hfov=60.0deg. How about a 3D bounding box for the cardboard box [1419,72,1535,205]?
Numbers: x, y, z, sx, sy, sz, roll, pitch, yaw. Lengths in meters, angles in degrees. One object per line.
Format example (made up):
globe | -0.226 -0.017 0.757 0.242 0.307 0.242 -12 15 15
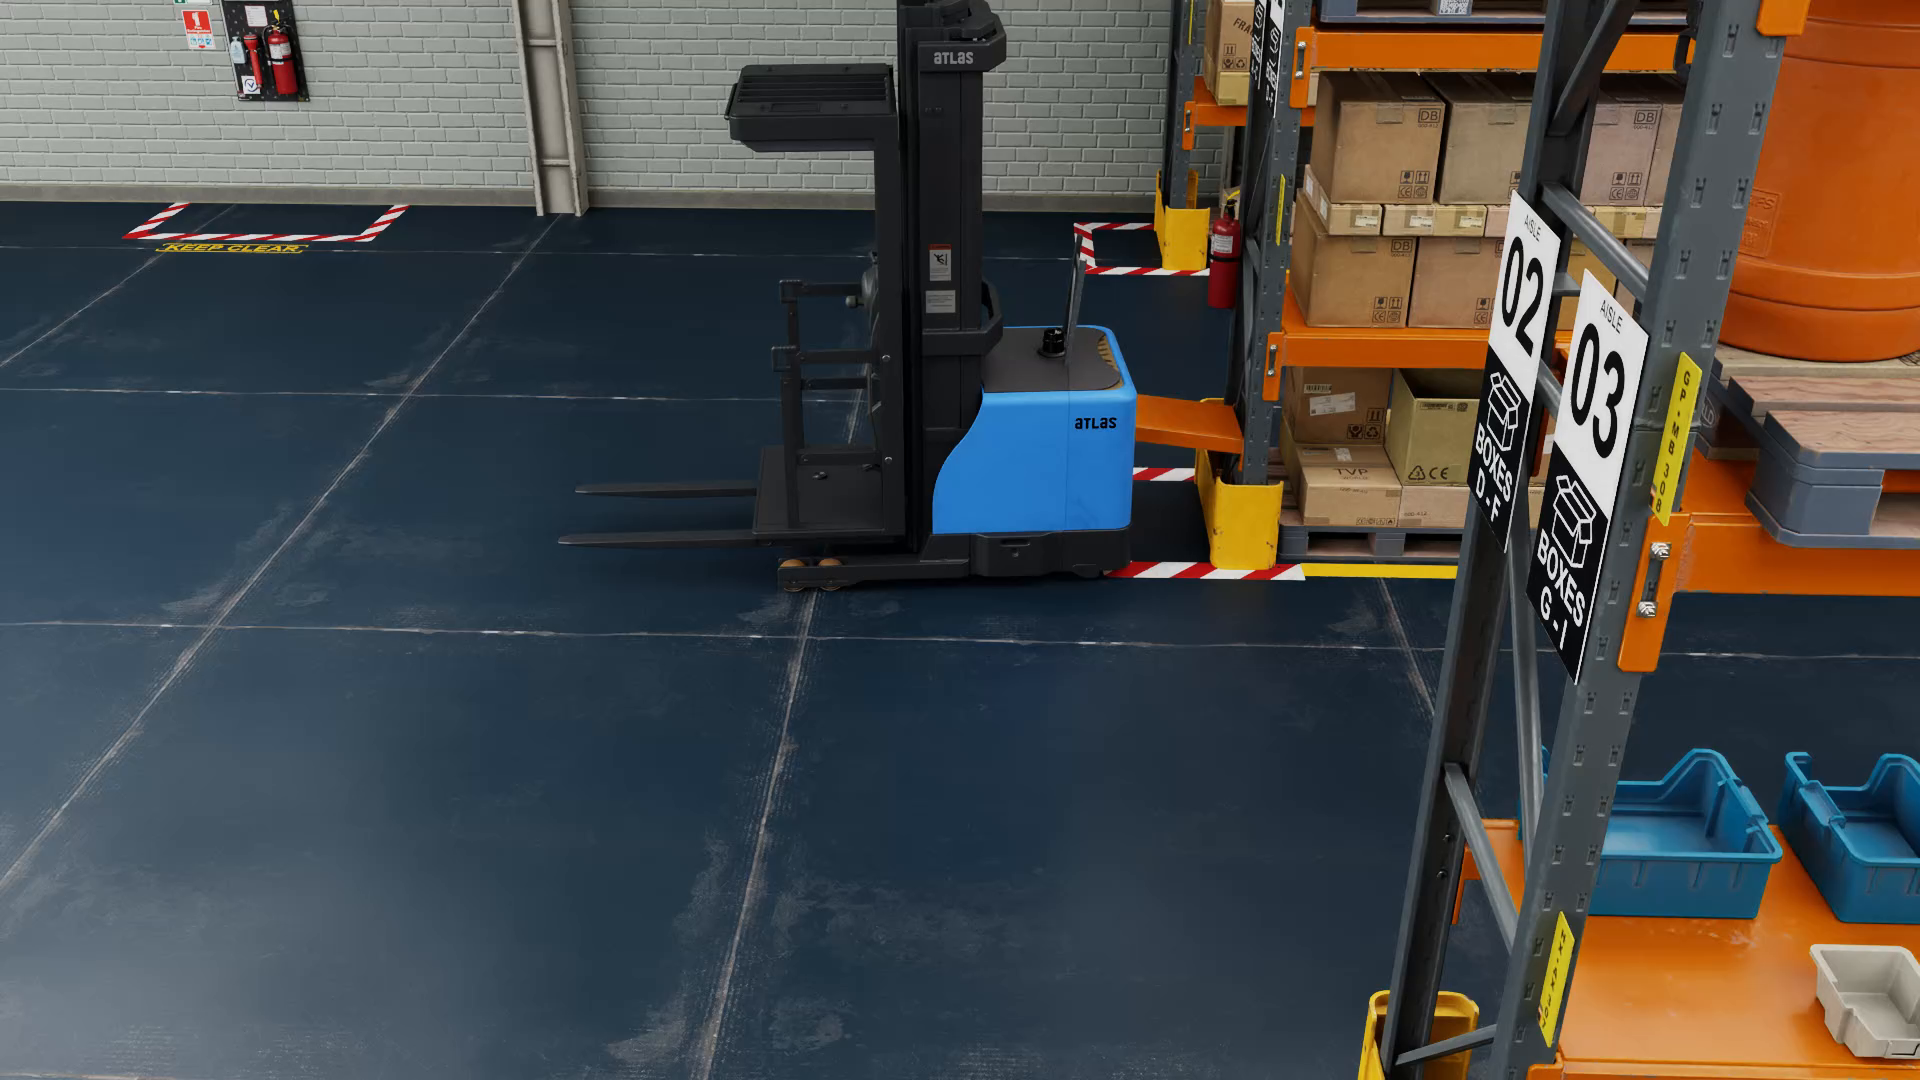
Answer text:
cardboard box | 2.620 -2.035 8.394 0.500 0.500 0.700 0 28 0

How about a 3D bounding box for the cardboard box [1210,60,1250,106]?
cardboard box | 2.223 -3.543 12.870 0.500 0.250 0.500 0 28 0

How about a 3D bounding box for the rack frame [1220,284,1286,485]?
rack frame | 1.547 -0.719 8.937 0.032 1.500 0.500 7 26 -2

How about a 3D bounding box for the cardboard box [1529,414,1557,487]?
cardboard box | 3.103 -0.618 8.900 0.500 0.500 0.500 1 28 2

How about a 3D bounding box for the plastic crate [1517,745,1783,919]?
plastic crate | 1.908 0.814 4.671 0.616 0.251 0.499 1 28 2

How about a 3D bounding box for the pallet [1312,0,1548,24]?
pallet | 2.281 -2.701 8.034 1.213 0.211 1.003 1 28 2

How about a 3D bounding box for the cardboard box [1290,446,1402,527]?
cardboard box | 2.104 -0.296 9.093 0.500 0.250 0.500 1 28 2

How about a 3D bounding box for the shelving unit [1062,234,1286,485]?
shelving unit | 1.051 -0.779 8.921 1.083 1.500 0.587 7 26 -2

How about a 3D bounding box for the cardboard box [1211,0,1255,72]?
cardboard box | 2.213 -3.882 12.710 0.500 0.500 0.500 1 28 2

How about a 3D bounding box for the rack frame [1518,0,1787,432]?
rack frame | 1.397 -1.771 2.982 0.127 3.000 1.000 1 28 2

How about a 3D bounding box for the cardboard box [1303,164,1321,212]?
cardboard box | 1.964 -1.852 8.742 0.250 0.149 0.380 0 28 1

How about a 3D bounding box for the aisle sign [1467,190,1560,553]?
aisle sign | 1.335 -0.409 4.043 0.004 0.787 0.394 1 28 2

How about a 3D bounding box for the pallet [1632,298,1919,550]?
pallet | 2.220 -0.302 3.617 1.213 0.211 1.003 1 28 2

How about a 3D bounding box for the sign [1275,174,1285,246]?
sign | 1.550 -1.596 8.050 0.005 0.325 0.100 1 28 2

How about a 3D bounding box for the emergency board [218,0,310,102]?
emergency board | -5.988 -4.308 14.175 0.643 1.169 0.194 1 28 2

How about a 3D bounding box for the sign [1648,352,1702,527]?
sign | 1.373 -0.192 3.197 0.005 0.325 0.100 1 28 2

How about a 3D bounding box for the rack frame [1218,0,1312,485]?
rack frame | 1.575 -1.438 8.761 0.127 3.000 1.000 1 28 2

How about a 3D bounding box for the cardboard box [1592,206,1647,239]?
cardboard box | 3.247 -1.642 8.345 0.250 0.149 0.380 1 28 1

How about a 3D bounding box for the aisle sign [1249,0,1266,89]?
aisle sign | 1.520 -2.726 8.413 0.004 0.787 0.394 1 28 2

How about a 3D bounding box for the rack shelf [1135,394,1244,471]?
rack shelf | 1.020 -0.620 8.999 1.000 0.185 0.538 7 26 -2

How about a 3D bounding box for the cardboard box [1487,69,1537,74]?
cardboard box | 4.259 -3.847 12.642 0.500 0.500 0.500 0 28 0

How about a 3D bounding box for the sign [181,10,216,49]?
sign | -6.537 -4.382 14.275 0.234 0.329 0.001 1 28 2

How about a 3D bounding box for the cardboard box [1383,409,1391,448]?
cardboard box | 2.622 -0.536 9.546 0.500 0.250 0.500 1 28 2

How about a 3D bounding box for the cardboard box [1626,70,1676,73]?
cardboard box | 5.261 -3.828 12.607 0.500 0.500 0.500 1 28 2

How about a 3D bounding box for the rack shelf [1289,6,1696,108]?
rack shelf | 3.574 -2.413 8.164 4.000 0.370 1.077 1 28 2

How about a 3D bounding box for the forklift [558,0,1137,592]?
forklift | -0.623 -1.279 8.533 3.031 2.935 1.130 -2 28 -3

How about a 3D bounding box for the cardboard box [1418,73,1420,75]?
cardboard box | 3.251 -3.530 12.845 0.500 0.250 0.500 1 28 1

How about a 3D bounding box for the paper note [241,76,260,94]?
paper note | -6.162 -3.954 14.448 0.142 0.148 0.016 1 28 2

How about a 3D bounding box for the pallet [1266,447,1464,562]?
pallet | 2.341 -0.213 9.427 1.213 0.211 1.003 1 28 2

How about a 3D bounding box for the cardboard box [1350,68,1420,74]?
cardboard box | 3.223 -3.858 12.664 0.500 0.500 0.500 0 28 0

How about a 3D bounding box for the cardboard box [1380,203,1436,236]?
cardboard box | 2.224 -1.659 8.377 0.250 0.149 0.380 0 28 0

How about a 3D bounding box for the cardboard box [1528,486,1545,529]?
cardboard box | 3.103 -0.281 9.065 0.500 0.250 0.500 1 28 2

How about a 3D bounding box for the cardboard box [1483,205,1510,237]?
cardboard box | 2.725 -1.649 8.358 0.250 0.149 0.380 1 28 1

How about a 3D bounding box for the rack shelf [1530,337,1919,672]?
rack shelf | 3.396 -0.094 3.791 4.000 0.370 1.077 1 28 2

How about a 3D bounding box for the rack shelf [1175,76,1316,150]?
rack shelf | 3.745 -3.406 13.241 4.000 0.370 1.077 1 28 2

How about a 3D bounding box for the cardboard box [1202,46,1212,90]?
cardboard box | 2.221 -3.783 13.322 0.500 0.250 0.500 1 28 3

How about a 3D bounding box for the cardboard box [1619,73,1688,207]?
cardboard box | 3.625 -2.019 8.364 0.500 0.500 0.700 1 28 2

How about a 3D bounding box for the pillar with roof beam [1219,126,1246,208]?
pillar with roof beam | 2.325 -4.786 8.671 0.400 9.000 9.100 1 28 2

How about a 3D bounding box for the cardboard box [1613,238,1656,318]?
cardboard box | 3.589 -1.445 8.666 0.500 0.500 0.700 2 28 3

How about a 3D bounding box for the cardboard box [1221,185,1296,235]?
cardboard box | 2.435 -2.710 13.561 0.500 0.311 0.500 -2 28 -4

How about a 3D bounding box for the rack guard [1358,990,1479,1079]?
rack guard | 1.475 1.964 5.012 0.348 0.500 1.175 1 28 2

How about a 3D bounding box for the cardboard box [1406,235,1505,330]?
cardboard box | 2.567 -1.462 8.699 0.500 0.500 0.700 2 28 3
